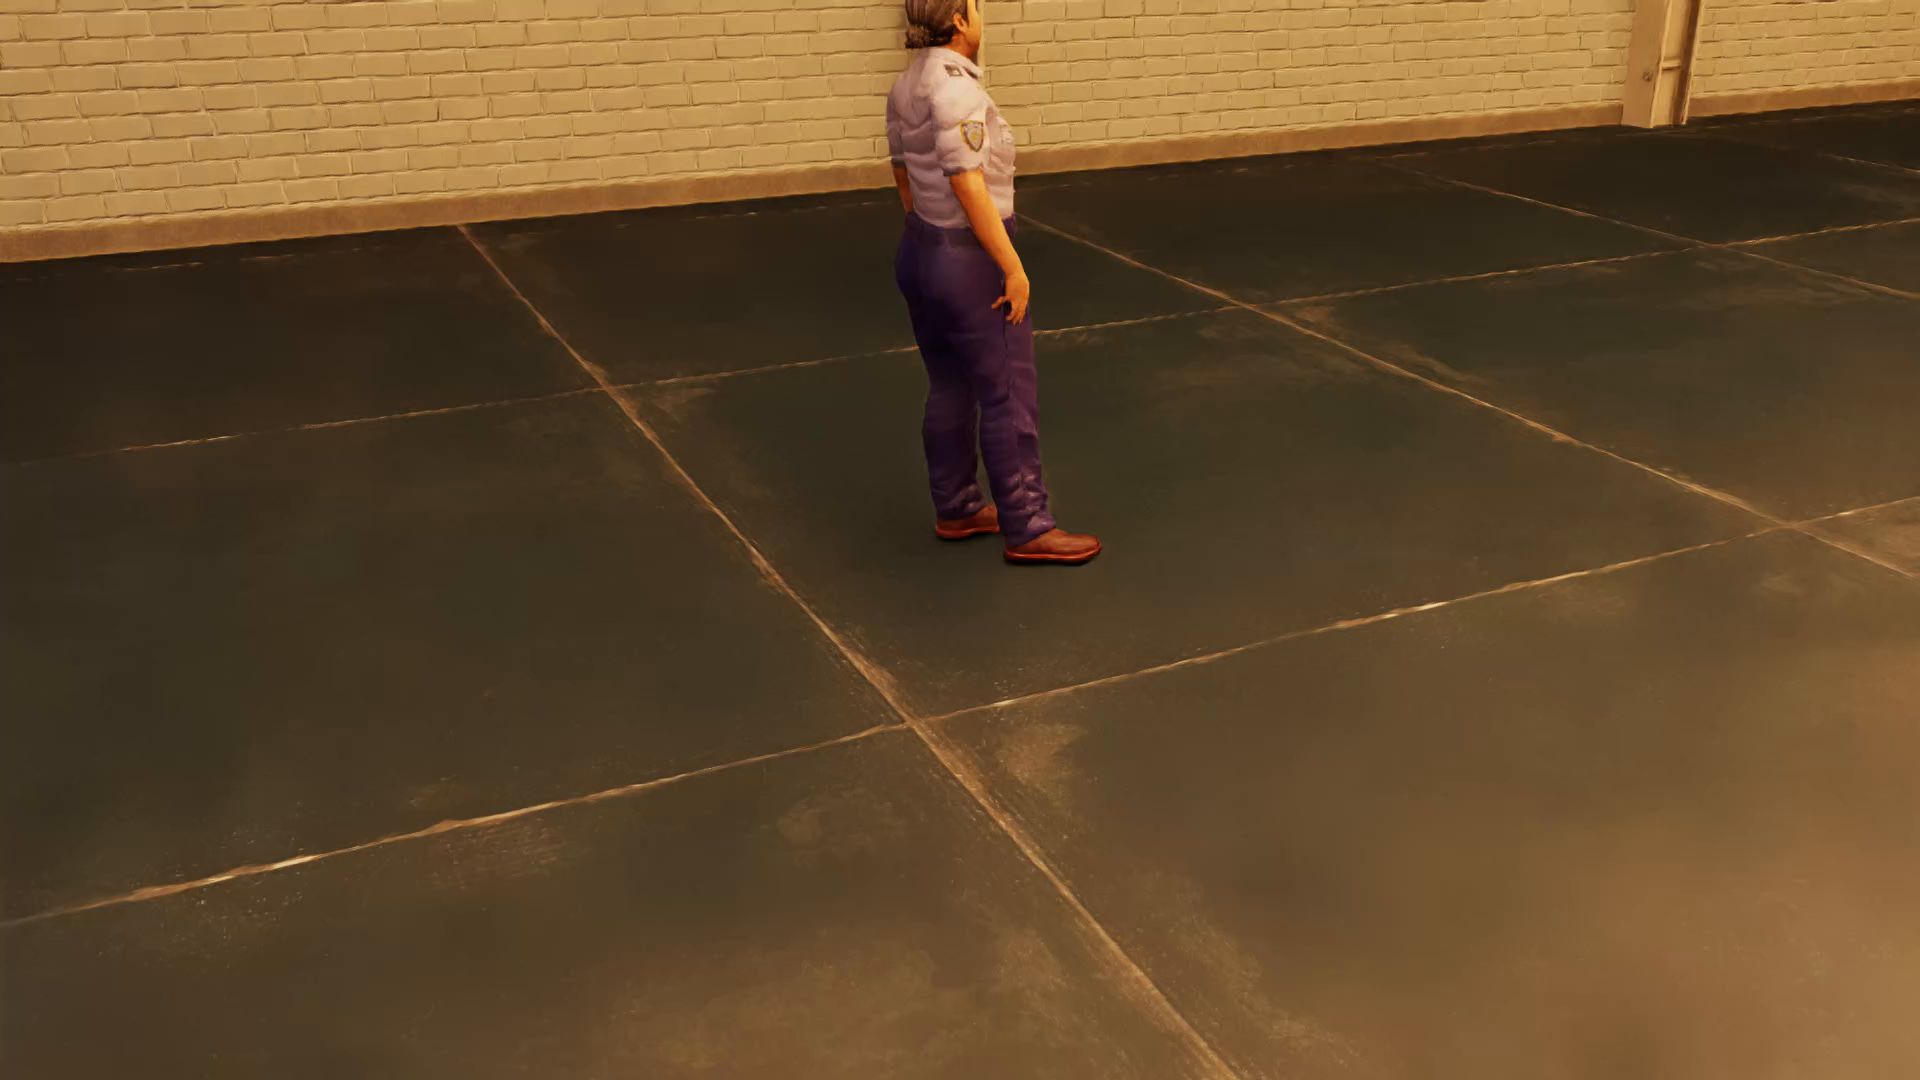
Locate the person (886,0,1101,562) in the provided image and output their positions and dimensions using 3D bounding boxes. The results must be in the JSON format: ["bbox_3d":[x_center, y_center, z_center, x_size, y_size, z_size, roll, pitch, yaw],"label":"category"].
[{"bbox_3d":[0.091,-0.770,4.806,0.502,1.642,0.599,-10,25,-23],"label":"person"}]
